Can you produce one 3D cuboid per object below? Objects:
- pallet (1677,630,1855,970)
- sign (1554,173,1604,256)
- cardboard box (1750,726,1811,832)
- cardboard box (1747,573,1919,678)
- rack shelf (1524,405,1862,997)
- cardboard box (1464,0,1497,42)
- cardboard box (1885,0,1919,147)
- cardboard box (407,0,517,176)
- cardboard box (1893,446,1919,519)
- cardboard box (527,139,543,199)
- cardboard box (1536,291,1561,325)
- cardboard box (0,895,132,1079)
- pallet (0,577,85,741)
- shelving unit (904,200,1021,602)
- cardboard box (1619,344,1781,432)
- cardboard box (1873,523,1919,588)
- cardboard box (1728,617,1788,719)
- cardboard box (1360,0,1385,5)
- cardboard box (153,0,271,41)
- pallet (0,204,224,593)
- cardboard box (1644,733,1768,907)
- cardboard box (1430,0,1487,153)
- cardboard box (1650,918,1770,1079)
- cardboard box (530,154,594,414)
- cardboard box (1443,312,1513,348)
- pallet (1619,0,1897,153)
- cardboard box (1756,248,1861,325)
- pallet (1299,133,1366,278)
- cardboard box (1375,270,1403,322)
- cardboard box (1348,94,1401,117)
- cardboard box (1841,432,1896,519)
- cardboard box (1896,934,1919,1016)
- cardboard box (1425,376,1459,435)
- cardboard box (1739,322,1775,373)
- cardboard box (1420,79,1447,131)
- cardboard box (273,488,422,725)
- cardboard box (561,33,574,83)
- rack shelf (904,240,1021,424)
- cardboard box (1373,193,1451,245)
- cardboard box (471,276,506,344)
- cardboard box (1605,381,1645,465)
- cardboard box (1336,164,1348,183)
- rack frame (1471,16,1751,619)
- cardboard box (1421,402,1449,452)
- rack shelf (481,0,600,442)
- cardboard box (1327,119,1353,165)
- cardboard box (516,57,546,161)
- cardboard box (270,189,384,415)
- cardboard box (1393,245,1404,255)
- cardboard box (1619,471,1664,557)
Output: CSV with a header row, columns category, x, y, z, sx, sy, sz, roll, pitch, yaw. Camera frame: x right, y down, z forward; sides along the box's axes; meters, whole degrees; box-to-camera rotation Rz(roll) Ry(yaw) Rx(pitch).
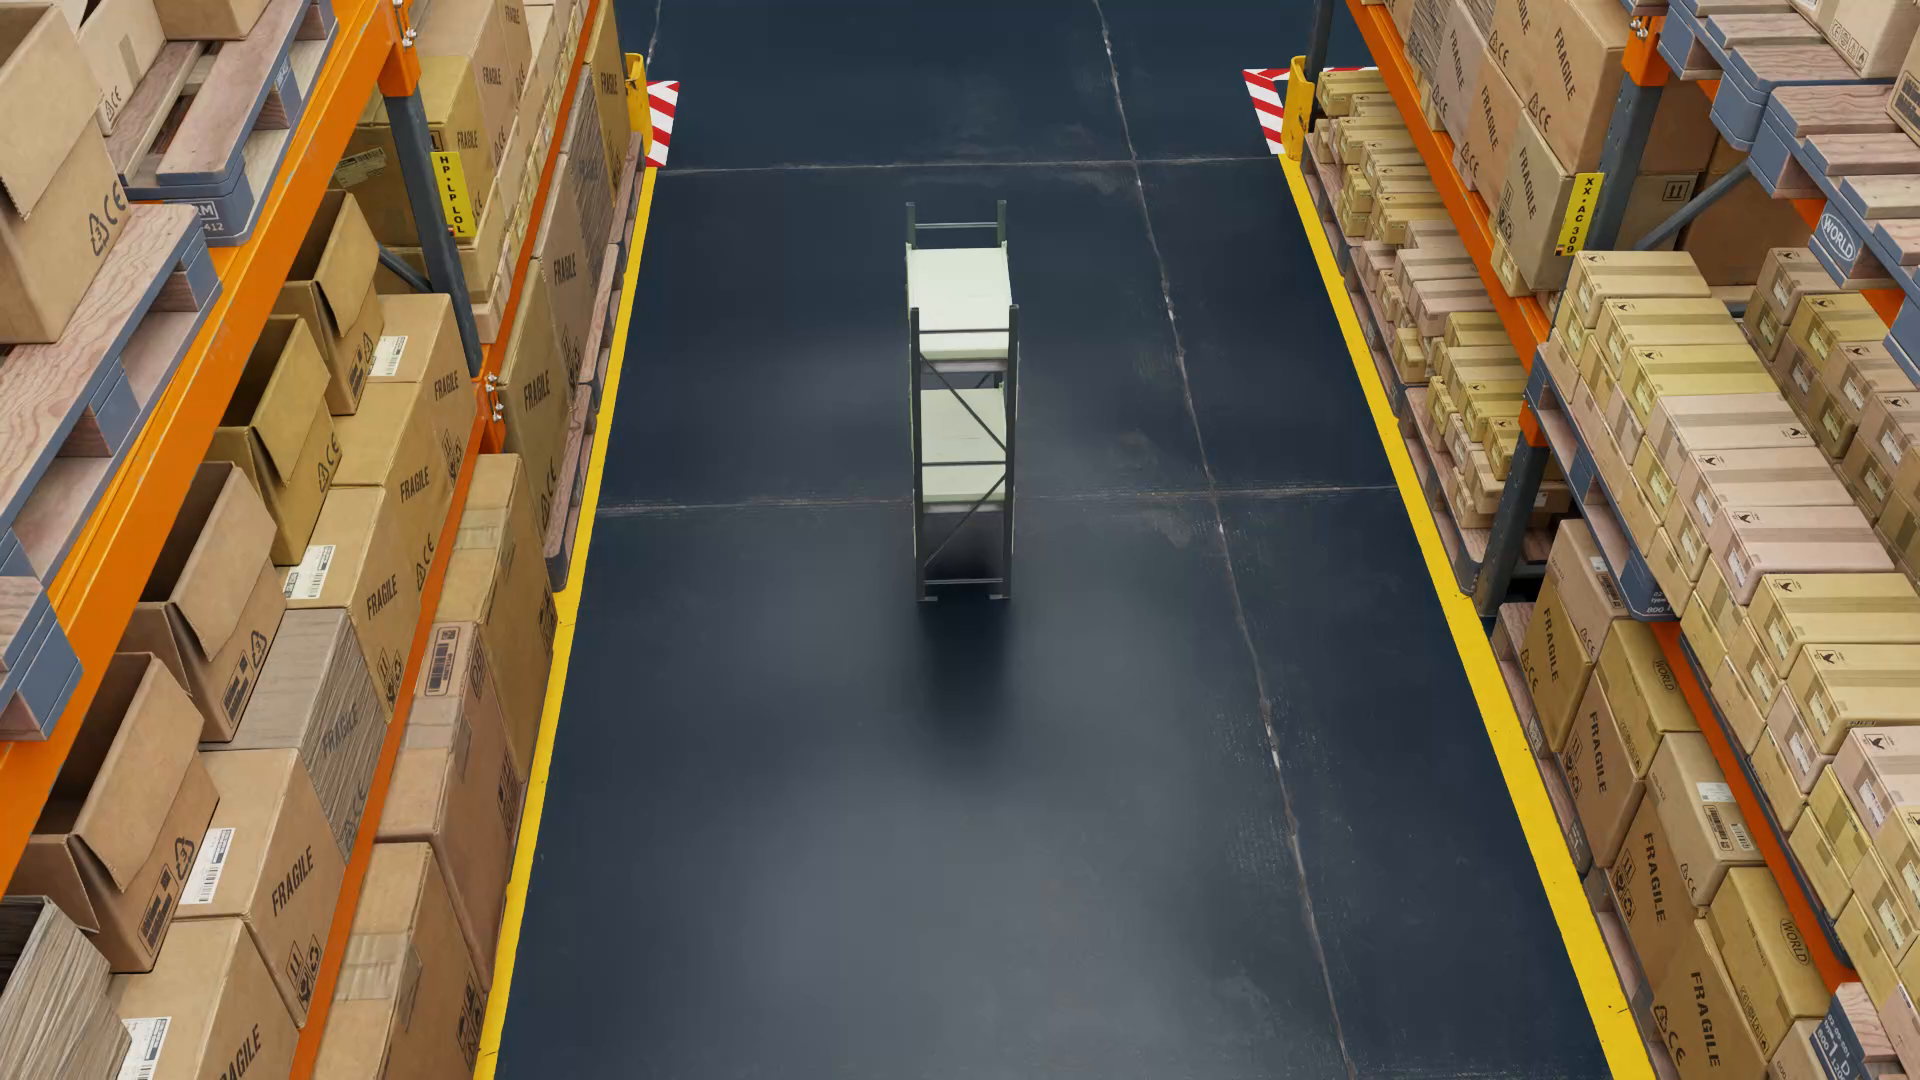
category,x,y,z,sx,sy,sz,roll,pitch,yaw
pallet,2.737,0.607,4.659,1.003,0.211,1.213,-2,43,-2
sign,2.151,-1.127,5.769,0.100,0.325,0.005,-2,43,-2
cardboard box,2.333,0.624,4.375,0.380,0.149,0.250,0,43,0
cardboard box,2.321,0.224,4.371,0.380,0.149,0.250,0,43,0
rack shelf,2.777,0.787,4.854,1.077,0.370,4.000,-2,43,-2
cardboard box,2.367,-2.348,6.707,0.500,0.500,0.500,-1,43,-1
cardboard box,2.627,-1.081,3.752,0.797,0.503,0.637,-2,43,-2
cardboard box,-2.045,-1.749,6.424,0.500,0.500,0.500,-2,43,-2
cardboard box,2.944,-0.146,4.774,0.380,0.149,0.250,-3,43,-3
cardboard box,-1.995,-1.577,7.086,0.380,0.149,0.250,-2,43,-2
cardboard box,2.446,-0.922,6.372,0.380,0.149,0.250,-2,43,-2
cardboard box,-2.112,1.045,3.223,0.797,0.503,0.637,0,43,0
pallet,-2.178,0.476,2.580,1.213,0.211,1.003,0,43,0
shelving unit,0.000,-0.548,6.888,0.431,1.500,0.755,-2,43,-2
cardboard box,2.276,-0.470,5.127,0.380,0.149,0.250,-1,43,-1
cardboard box,2.955,0.072,4.976,0.380,0.149,0.250,-3,43,-4
cardboard box,2.318,0.334,4.470,0.380,0.149,0.250,-2,43,-3
cardboard box,2.219,-2.855,8.480,0.380,0.149,0.250,-3,43,-3
cardboard box,-2.233,-1.661,4.387,0.700,0.500,0.500,-1,43,-1
pallet,-2.228,-0.278,3.403,1.003,0.211,1.213,0,43,0
cardboard box,2.502,0.872,5.213,0.500,0.250,0.500,0,43,0
cardboard box,2.349,-1.980,7.046,0.500,0.500,0.500,-2,43,-2
cardboard box,2.516,1.494,5.089,0.500,0.500,0.500,-3,43,-4
cardboard box,-2.254,-1.182,7.731,0.875,0.875,0.875,-2,43,-2
cardboard box,2.416,-0.901,7.522,0.380,0.149,0.250,0,43,0
pallet,2.612,-1.445,4.676,1.213,0.211,1.003,-2,43,-2
cardboard box,2.905,-0.845,5.536,0.380,0.149,0.250,0,43,0
pallet,2.525,-1.900,9.317,1.003,0.211,1.213,-2,43,-2
cardboard box,2.304,-1.226,8.317,0.380,0.149,0.250,-2,43,-2
cardboard box,2.337,-2.306,9.055,0.380,0.149,0.250,-1,43,-1
cardboard box,2.943,-0.208,5.061,0.380,0.149,0.250,-3,43,-3
cardboard box,2.360,1.022,3.720,0.380,0.149,0.250,-1,43,-1
cardboard box,2.309,-0.609,7.423,0.380,0.149,0.250,-3,43,-3
cardboard box,2.907,-0.629,5.741,0.380,0.149,0.250,-3,43,-3
cardboard box,2.308,-1.976,7.521,0.380,0.149,0.250,-1,43,-1
cardboard box,-1.931,0.203,4.884,0.500,0.500,0.500,-2,43,-2
cardboard box,-2.037,-2.267,7.839,0.380,0.149,0.250,-1,43,-2
rack shelf,0.000,-0.836,6.624,0.431,0.370,0.720,-2,43,-2
cardboard box,2.281,-1.601,8.285,0.380,0.149,0.250,-1,43,-1
cardboard box,-1.948,-0.871,6.316,0.380,0.149,0.250,-2,43,-2
cardboard box,2.274,-0.372,5.241,0.380,0.149,0.250,-1,43,-1
cardboard box,2.318,-2.096,9.265,0.380,0.149,0.250,-2,43,-2
rack frame,2.692,-0.829,6.084,1.000,3.000,0.127,-2,43,-2
cardboard box,2.332,-0.542,7.570,0.380,0.149,0.250,-3,43,-3
rack shelf,-2.352,-1.840,7.719,1.077,0.370,4.000,-2,43,-2
cardboard box,2.244,-2.195,9.153,0.380,0.149,0.250,-2,43,-2
cardboard box,-2.069,-1.819,7.055,0.500,0.250,0.500,-1,43,-1
cardboard box,-2.232,-0.730,5.160,0.797,0.503,0.637,-3,43,-3
cardboard box,2.404,-1.498,8.393,0.380,0.149,0.250,0,43,0
cardboard box,2.284,-0.086,5.149,0.380,0.149,0.250,-1,43,-1
